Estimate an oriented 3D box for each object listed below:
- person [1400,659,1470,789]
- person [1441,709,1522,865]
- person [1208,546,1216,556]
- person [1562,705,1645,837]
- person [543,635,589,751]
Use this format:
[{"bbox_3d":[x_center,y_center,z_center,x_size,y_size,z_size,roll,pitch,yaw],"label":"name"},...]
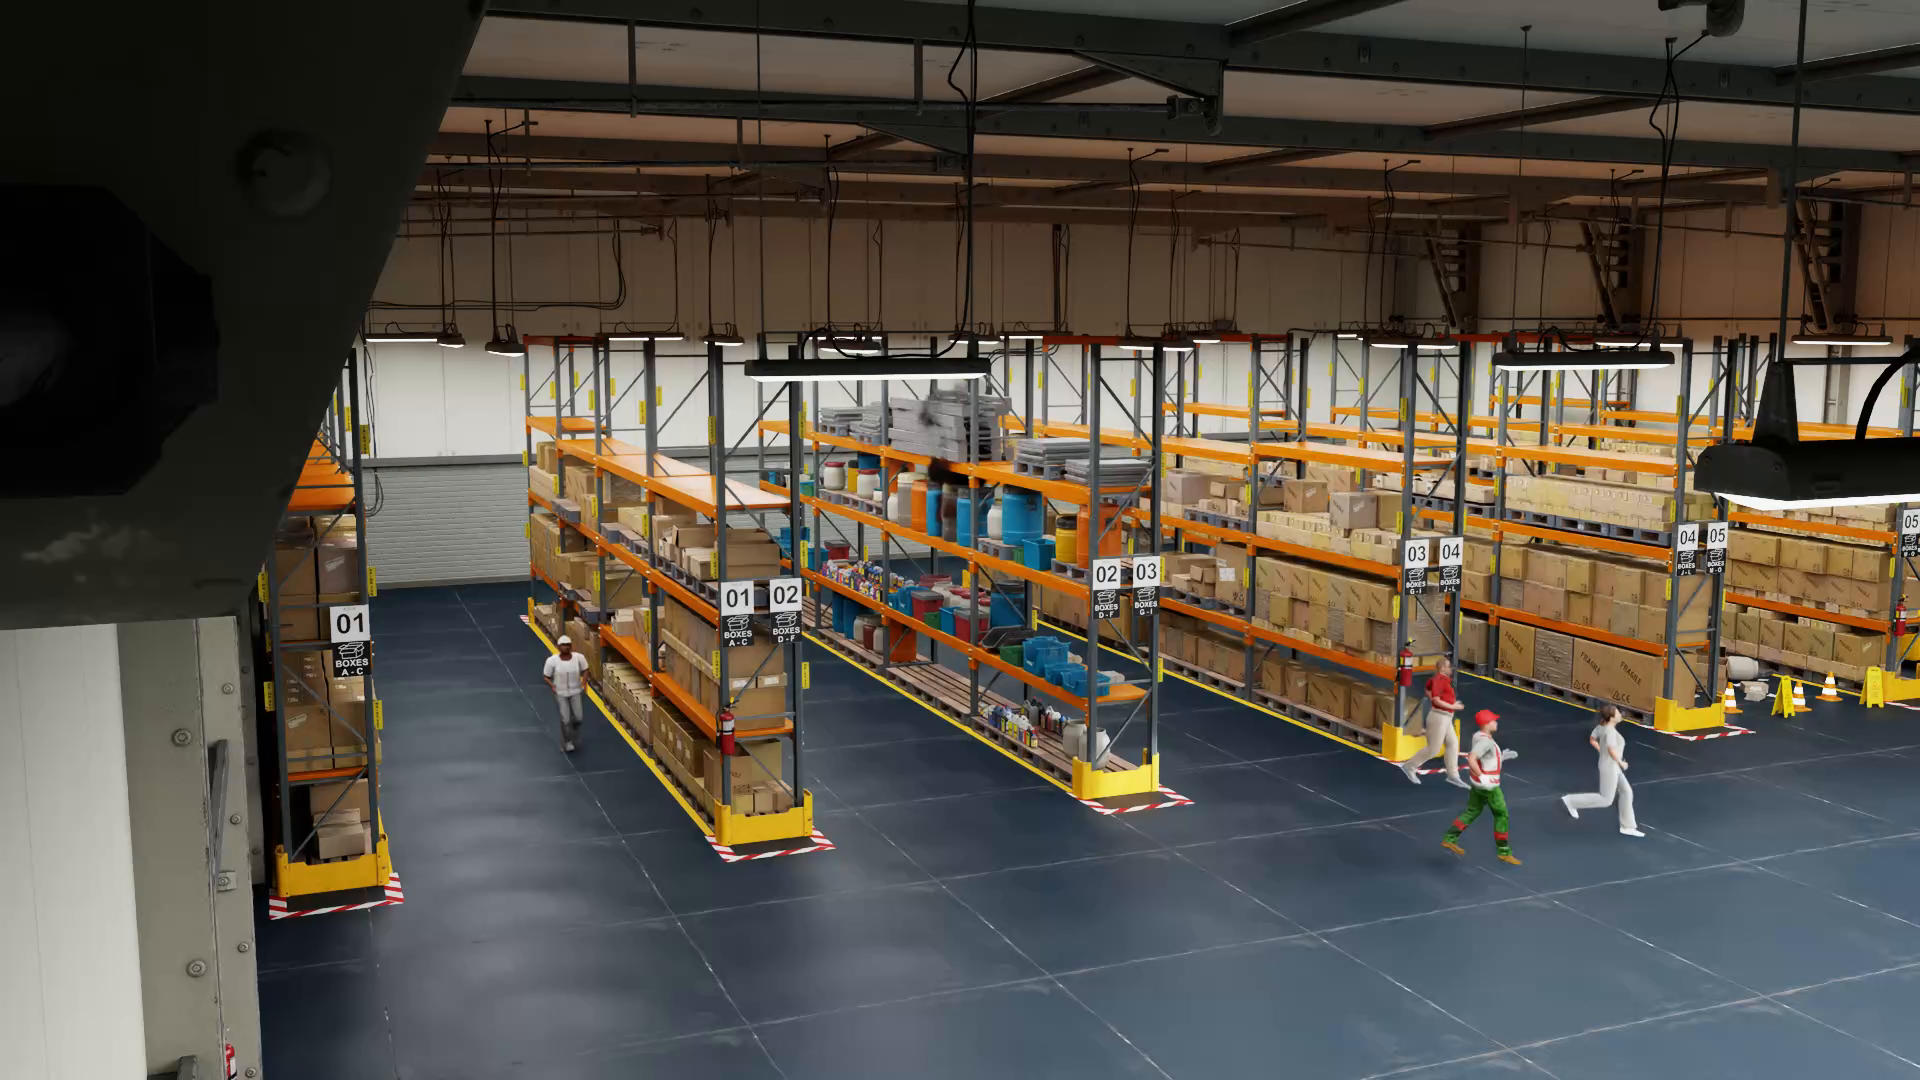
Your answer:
[{"bbox_3d":[6.505,2.480,22.631,0.913,1.742,0.685,3,8,21],"label":"person"},{"bbox_3d":[6.104,2.863,19.324,0.886,1.817,0.655,0,8,2],"label":"person"},{"bbox_3d":[6.562,-0.210,42.850,0.935,1.691,0.583,-6,9,-37],"label":"person"},{"bbox_3d":[7.945,2.825,20.443,0.984,1.629,0.547,2,8,13],"label":"person"},{"bbox_3d":[-5.728,2.247,24.305,0.674,1.721,0.569,-3,8,-19],"label":"person"}]
